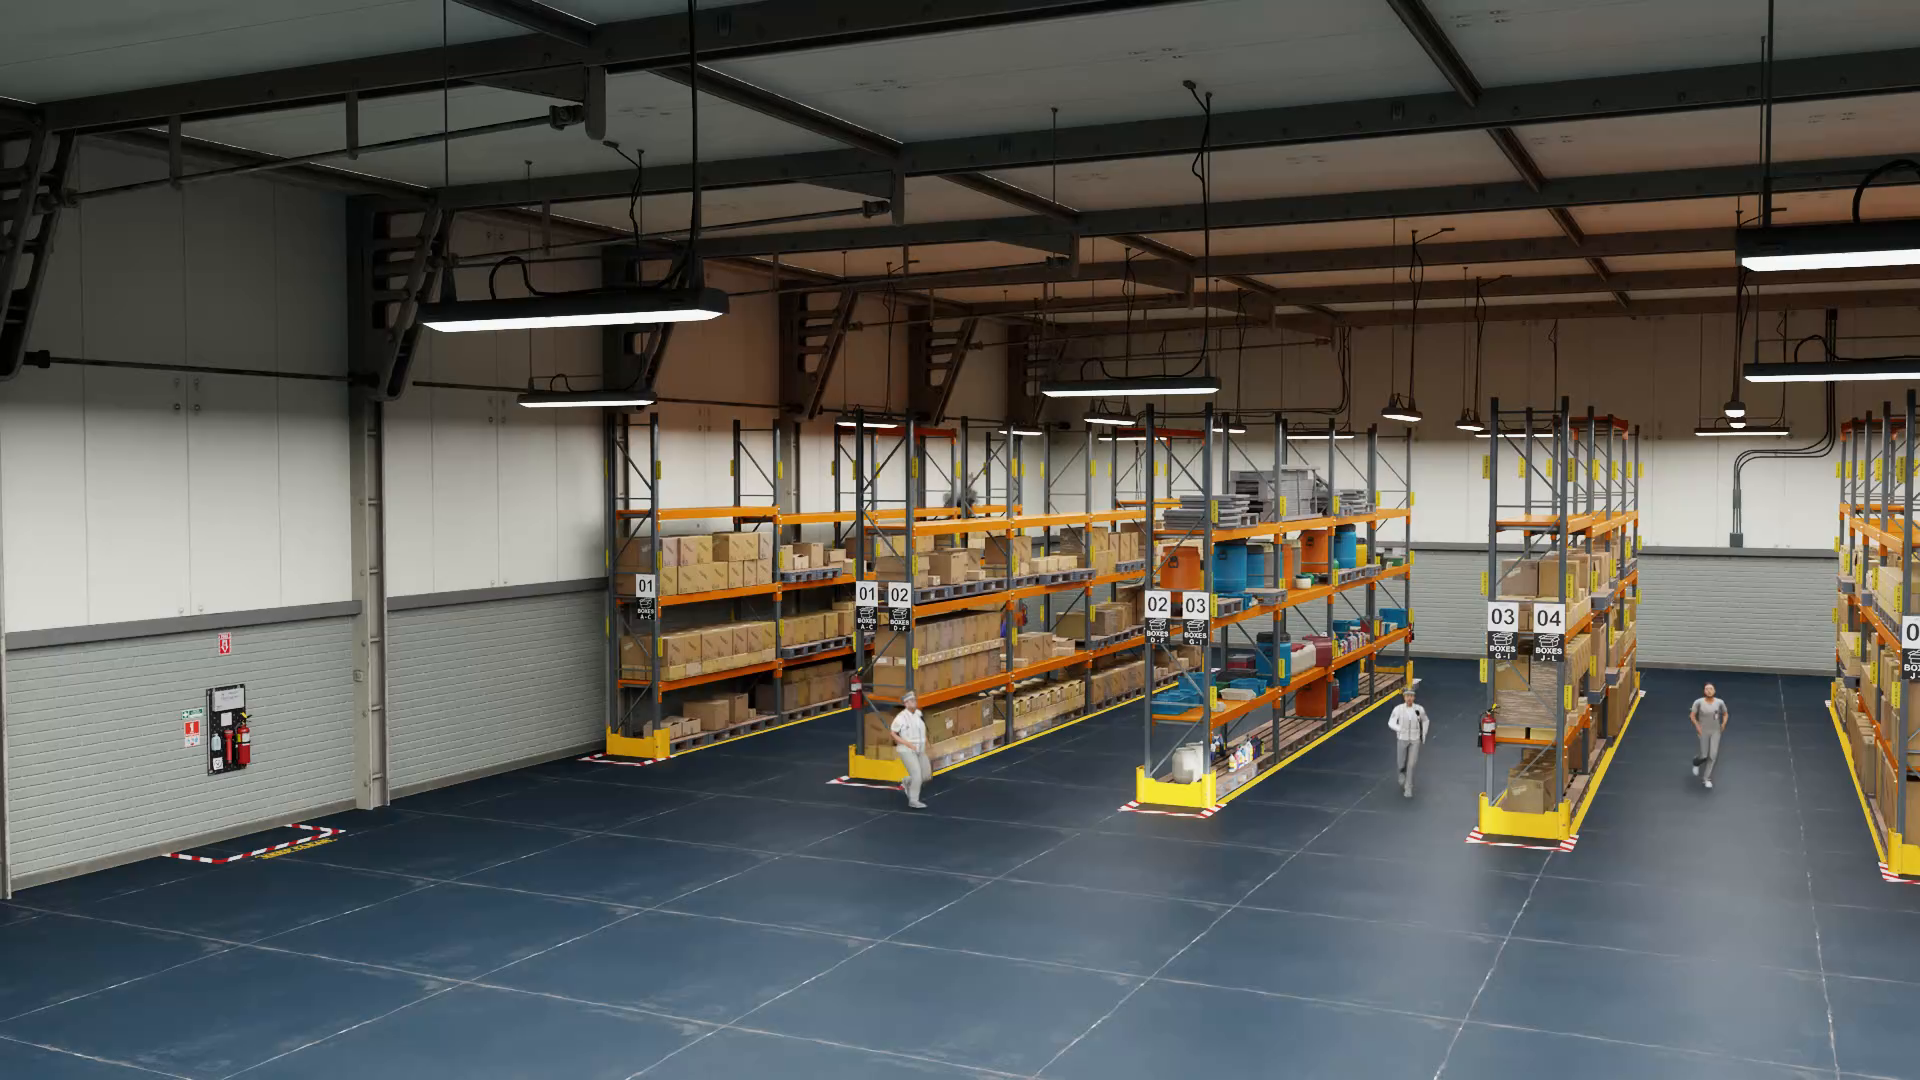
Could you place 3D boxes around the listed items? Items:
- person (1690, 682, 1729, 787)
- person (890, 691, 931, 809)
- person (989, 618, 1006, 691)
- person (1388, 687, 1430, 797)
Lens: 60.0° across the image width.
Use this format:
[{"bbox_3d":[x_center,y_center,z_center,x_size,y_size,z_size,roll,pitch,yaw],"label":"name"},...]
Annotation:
[{"bbox_3d":[11.937,3.080,26.498,0.566,1.645,0.634,1,2,15],"label":"person"},{"bbox_3d":[-0.723,3.104,24.741,0.583,1.722,0.701,2,3,44],"label":"person"},{"bbox_3d":[0.803,2.556,37.277,0.550,1.686,0.711,0,2,11],"label":"person"},{"bbox_3d":[6.927,3.082,25.661,0.620,1.669,0.738,1,2,13],"label":"person"}]
